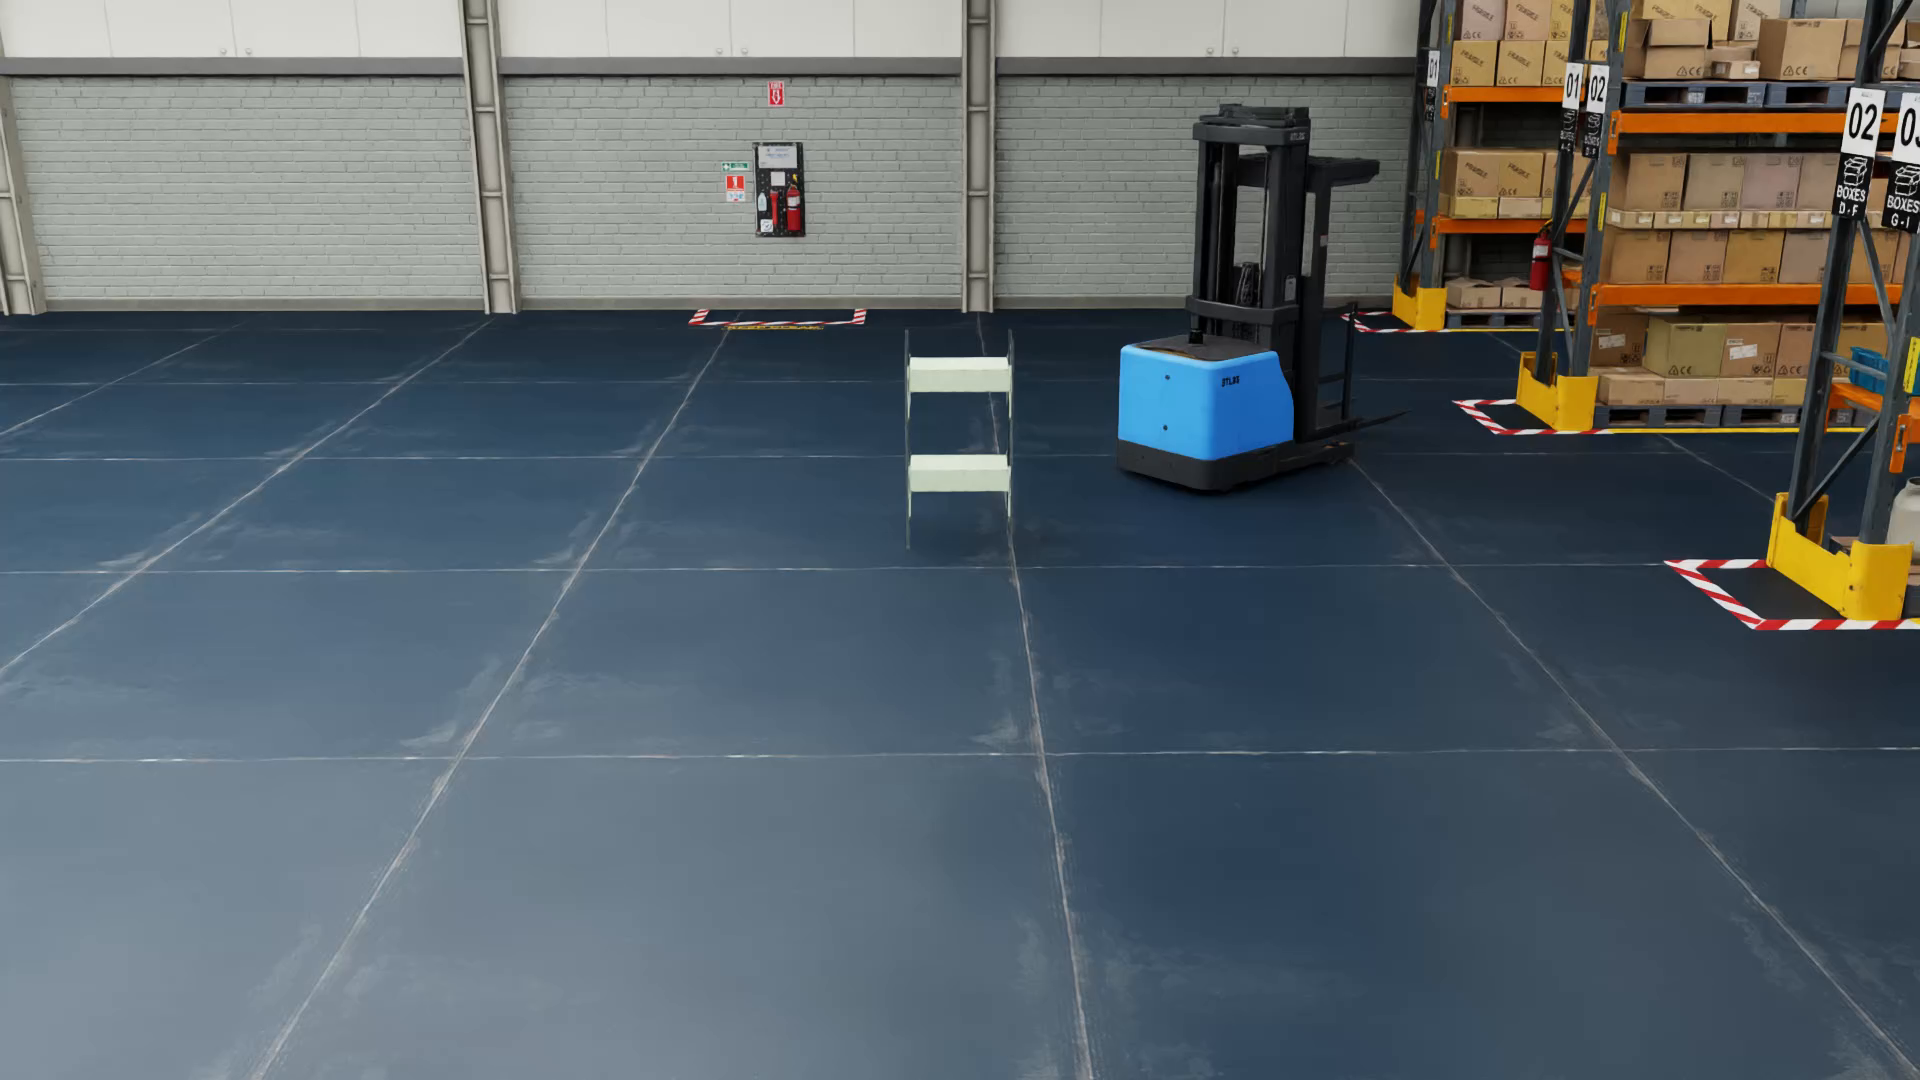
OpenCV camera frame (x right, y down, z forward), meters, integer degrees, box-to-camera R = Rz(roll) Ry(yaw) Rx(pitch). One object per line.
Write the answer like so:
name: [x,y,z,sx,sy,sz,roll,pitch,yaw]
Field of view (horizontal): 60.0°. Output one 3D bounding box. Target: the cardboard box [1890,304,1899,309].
cardboard box: [9.148,-1.958,15.825,0.500,0.500,0.500,0,18,-1]

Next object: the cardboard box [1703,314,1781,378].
cardboard box: [7.156,-1.789,15.300,0.500,0.500,0.500,0,18,-1]

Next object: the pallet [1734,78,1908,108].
pallet: [7.547,-3.986,14.795,1.213,0.211,1.003,0,18,-1]

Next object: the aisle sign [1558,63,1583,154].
aisle sign: [5.547,-3.924,15.114,0.004,0.787,0.394,0,18,-1]

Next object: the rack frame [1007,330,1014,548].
rack frame: [0.359,-0.716,11.824,0.023,1.500,0.400,0,18,-1]

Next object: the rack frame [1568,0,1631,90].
rack frame: [5.617,-5.454,14.317,0.127,3.000,1.000,0,18,-1]

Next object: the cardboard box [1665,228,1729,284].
cardboard box: [6.609,-2.647,15.225,0.500,0.500,0.700,0,18,1]

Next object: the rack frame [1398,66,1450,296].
rack frame: [5.535,-4.110,19.949,0.127,3.000,1.000,0,18,-1]

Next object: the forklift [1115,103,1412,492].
forklift: [2.722,-2.130,13.888,3.031,2.935,1.130,-15,23,-39]

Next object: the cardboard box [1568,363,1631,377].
cardboard box: [6.148,-1.581,15.878,0.500,0.250,0.500,0,18,-1]

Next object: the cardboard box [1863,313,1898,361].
cardboard box: [8.656,-1.796,15.323,0.500,0.500,0.500,0,18,-1]

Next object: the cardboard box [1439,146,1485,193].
cardboard box: [6.003,-4.472,20.064,0.500,0.500,0.500,0,18,-1]

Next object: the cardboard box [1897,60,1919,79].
cardboard box: [8.415,-4.102,14.509,0.250,0.149,0.380,0,18,-1]

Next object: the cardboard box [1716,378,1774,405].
cardboard box: [7.156,-1.428,15.403,0.500,0.250,0.500,0,18,-1]

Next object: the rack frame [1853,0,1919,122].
rack frame: [5.691,-3.941,9.600,0.127,3.000,1.000,0,18,-1]

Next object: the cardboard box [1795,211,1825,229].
cardboard box: [7.550,-2.897,14.942,0.250,0.149,0.380,0,18,0]

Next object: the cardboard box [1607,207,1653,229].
cardboard box: [6.013,-2.890,14.919,0.250,0.149,0.380,0,18,-1]

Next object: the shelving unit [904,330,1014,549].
shelving unit: [-0.007,-0.714,11.818,0.755,1.500,0.431,0,18,-1]

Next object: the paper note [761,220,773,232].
paper note: [-2.428,-3.949,20.890,0.142,0.148,0.016,0,18,-1]

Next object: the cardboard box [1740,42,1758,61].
cardboard box: [7.320,-4.338,14.980,0.500,0.311,0.500,2,18,6]

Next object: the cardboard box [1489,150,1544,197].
cardboard box: [6.511,-4.315,19.573,0.500,0.500,0.500,0,18,-1]

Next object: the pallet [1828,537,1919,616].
pallet: [6.579,0.227,10.996,1.213,0.211,1.003,0,18,-1]

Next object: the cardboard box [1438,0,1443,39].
cardboard box: [5.962,-6.154,19.575,0.500,0.500,0.500,1,18,2]

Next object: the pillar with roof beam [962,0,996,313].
pillar with roof beam: [0.290,-5.890,15.678,0.400,9.000,9.100,0,18,-1]

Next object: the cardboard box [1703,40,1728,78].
cardboard box: [8.528,-5.538,19.294,0.500,0.500,0.500,-2,18,-6]

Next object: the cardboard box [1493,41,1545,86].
cardboard box: [6.411,-5.512,19.214,0.500,0.500,0.500,1,18,3]

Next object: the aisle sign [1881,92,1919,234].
aisle sign: [5.624,-2.232,9.840,0.004,0.787,0.394,0,18,-1]

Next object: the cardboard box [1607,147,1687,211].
cardboard box: [6.137,-3.261,15.015,0.500,0.500,0.700,0,18,-1]

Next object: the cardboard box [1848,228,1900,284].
cardboard box: [8.144,-2.654,15.247,0.500,0.500,0.700,0,18,0]

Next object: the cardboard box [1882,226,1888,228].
cardboard box: [8.330,-2.902,14.957,0.250,0.149,0.380,0,18,-1]

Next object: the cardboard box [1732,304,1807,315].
cardboard box: [7.648,-1.950,15.801,0.500,0.500,0.500,0,18,-1]

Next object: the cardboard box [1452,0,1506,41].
cardboard box: [5.924,-5.999,19.095,0.500,0.500,0.500,-2,18,-5]

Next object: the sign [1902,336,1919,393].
sign: [5.696,-1.048,9.951,0.005,0.325,0.100,0,18,-1]

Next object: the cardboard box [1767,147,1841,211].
cardboard box: [7.667,-3.270,15.044,0.500,0.500,0.700,0,18,-1]

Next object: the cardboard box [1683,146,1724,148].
cardboard box: [9.061,-4.486,20.106,0.500,0.500,0.500,-1,18,-2]

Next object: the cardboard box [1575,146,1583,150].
cardboard box: [7.527,-4.478,20.082,0.500,0.500,0.500,0,18,0]

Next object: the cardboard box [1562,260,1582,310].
cardboard box: [7.533,-3.096,20.161,0.500,0.500,0.700,-1,18,-4]

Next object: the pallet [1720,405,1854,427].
pallet: [7.598,-1.291,15.726,1.213,0.211,1.003,0,18,-1]

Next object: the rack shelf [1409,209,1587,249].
rack shelf: [7.535,-3.777,20.089,4.000,0.370,1.077,0,18,-1]

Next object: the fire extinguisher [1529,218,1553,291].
fire extinguisher: [5.491,-2.702,15.685,0.183,0.674,0.296,0,18,-1]

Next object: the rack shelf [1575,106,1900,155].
rack shelf: [7.617,-3.693,14.915,4.000,0.370,1.077,0,18,-1]

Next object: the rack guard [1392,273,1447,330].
rack guard: [5.611,-2.920,20.332,0.348,0.500,1.175,0,18,-1]

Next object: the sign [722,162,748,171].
sign: [-2.799,-4.644,20.687,0.331,0.109,0.001,0,18,-1]

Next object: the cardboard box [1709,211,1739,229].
cardboard box: [6.778,-2.893,14.930,0.250,0.149,0.380,-1,18,-2]

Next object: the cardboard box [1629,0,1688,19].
cardboard box: [7.968,-5.994,19.078,0.500,0.500,0.500,-1,18,-3]

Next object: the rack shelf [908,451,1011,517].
rack shelf: [-0.007,-0.404,11.918,0.720,0.370,0.431,0,18,-1]

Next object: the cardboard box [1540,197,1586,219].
cardboard box: [7.056,-3.961,19.697,0.500,0.250,0.500,-1,18,-2]

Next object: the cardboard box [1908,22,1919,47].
cardboard box: [11.316,-5.789,19.422,0.500,0.500,0.500,-1,18,-3]

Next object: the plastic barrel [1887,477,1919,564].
plastic barrel: [6.348,-0.126,10.915,0.421,0.512,0.421,0,18,0]
